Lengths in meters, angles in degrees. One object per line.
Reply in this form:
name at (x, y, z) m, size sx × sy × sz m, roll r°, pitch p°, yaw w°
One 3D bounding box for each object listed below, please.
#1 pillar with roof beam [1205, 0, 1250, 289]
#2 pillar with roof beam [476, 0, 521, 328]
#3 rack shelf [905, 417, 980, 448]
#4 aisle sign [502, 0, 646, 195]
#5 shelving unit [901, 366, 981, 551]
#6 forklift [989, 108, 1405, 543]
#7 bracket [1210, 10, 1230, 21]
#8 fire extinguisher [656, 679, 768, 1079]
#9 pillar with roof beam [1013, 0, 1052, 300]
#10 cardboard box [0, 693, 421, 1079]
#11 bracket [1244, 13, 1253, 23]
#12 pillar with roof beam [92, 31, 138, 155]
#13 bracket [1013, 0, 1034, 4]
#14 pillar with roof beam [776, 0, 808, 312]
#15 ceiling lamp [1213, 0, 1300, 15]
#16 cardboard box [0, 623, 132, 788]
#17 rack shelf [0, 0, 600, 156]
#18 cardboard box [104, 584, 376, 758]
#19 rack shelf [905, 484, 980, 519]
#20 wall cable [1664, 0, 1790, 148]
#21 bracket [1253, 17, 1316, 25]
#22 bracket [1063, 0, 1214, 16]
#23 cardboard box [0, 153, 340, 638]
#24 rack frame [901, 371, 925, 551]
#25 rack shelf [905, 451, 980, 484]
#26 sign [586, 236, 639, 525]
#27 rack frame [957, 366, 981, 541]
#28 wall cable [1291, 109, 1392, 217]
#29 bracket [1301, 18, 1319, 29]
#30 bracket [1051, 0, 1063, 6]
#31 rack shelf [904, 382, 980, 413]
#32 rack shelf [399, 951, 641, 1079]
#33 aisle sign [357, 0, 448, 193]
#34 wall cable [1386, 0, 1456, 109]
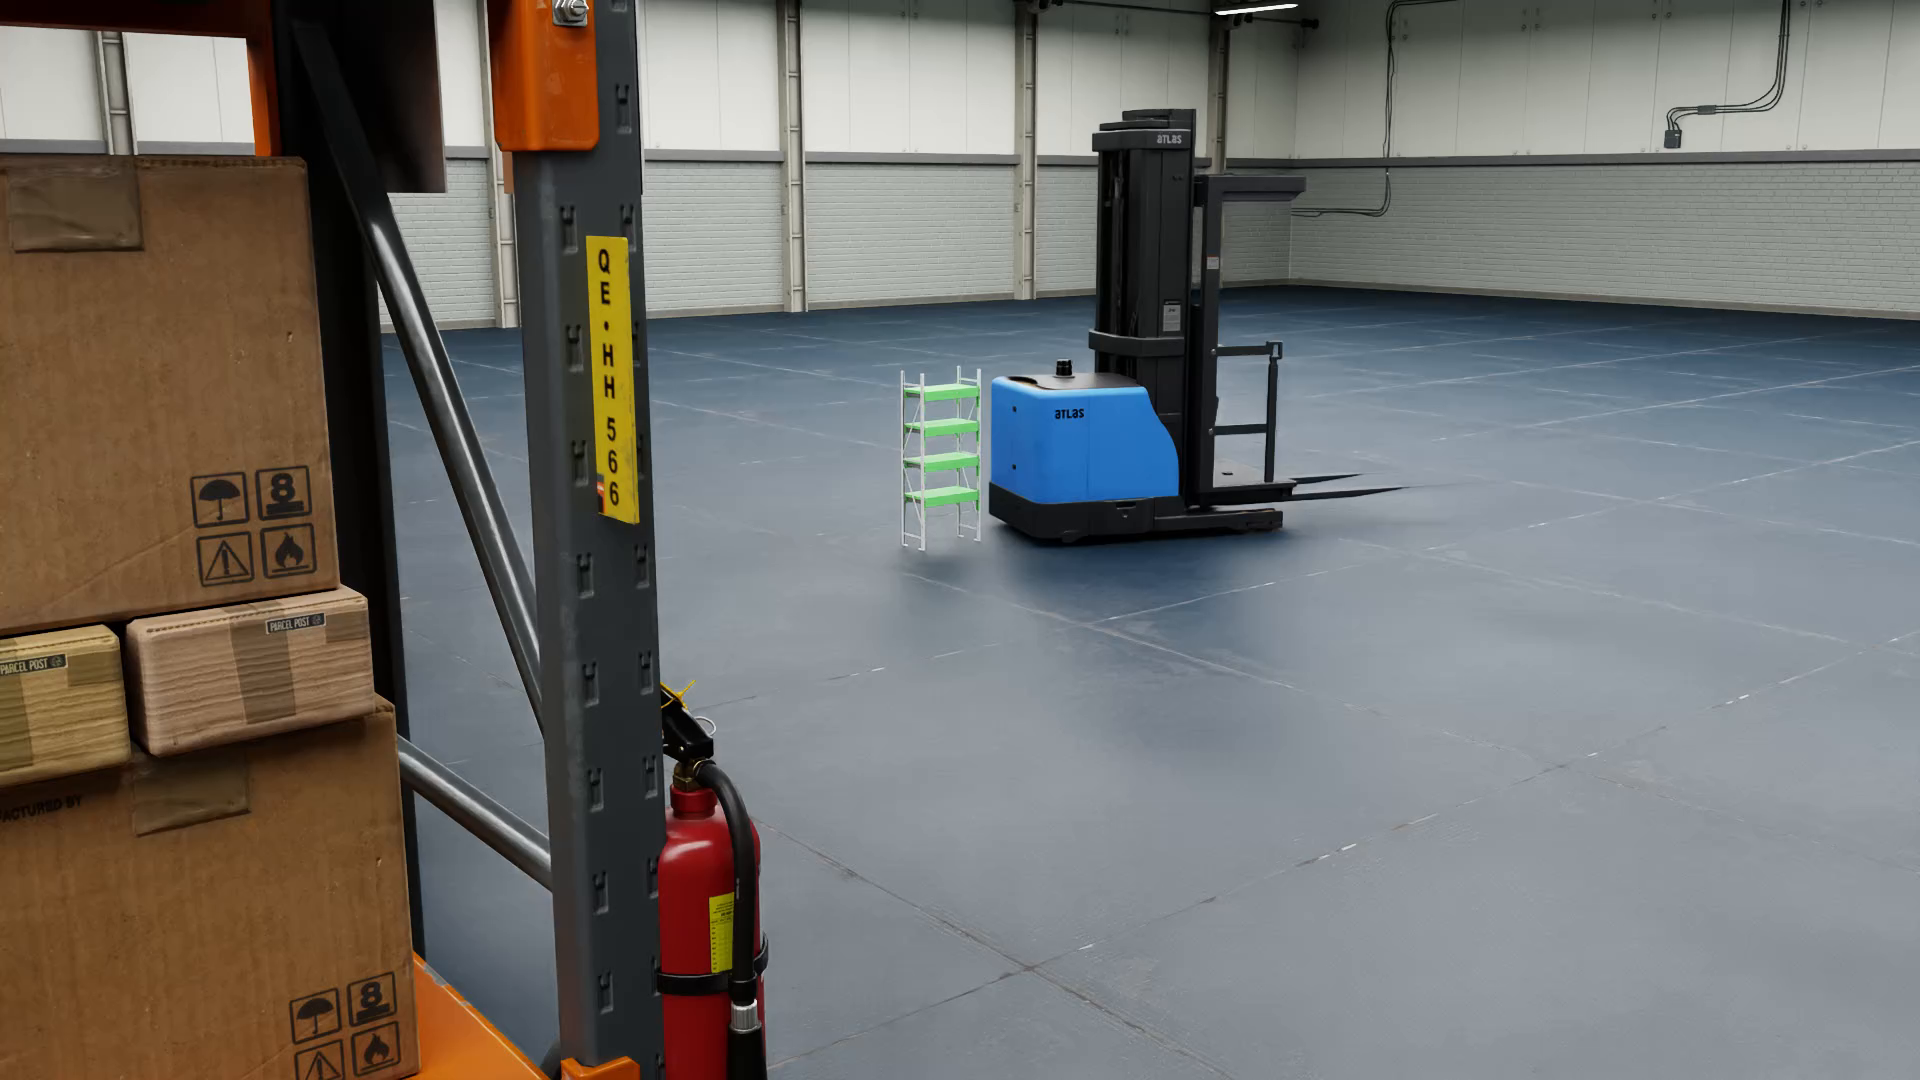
pillar with roof beam at (8.798, -9.796, 36.097) m, size 0.548 × 9.000 × 9.100 m, roll -9°, pitch 15°, yaw -38°
pillar with roof beam at (-5.258, -7.460, 25.098) m, size 0.400 × 9.000 × 9.100 m, roll -9°, pitch 15°, yaw -38°
rack shelf at (-0.129, -0.738, 11.366) m, size 0.480 × 0.148 × 0.258 m, roll -9°, pitch 15°, yaw -38°
aisle sign at (-0.496, -0.824, 2.031) m, size 0.004 × 0.787 × 0.394 m, roll -9°, pitch 15°, yaw -38°
shelving unit at (-0.129, -0.565, 11.403) m, size 0.503 × 1.200 × 0.258 m, roll -9°, pitch 15°, yaw -38°
forklift at (1.786, -1.572, 11.975) m, size 3.031 × 2.935 × 1.130 m, roll -4°, pitch 13°, yaw -19°
bracket at (6.006, -12.144, 38.487) m, size 0.430 × 0.232 × 0.235 m, roll -9°, pitch 15°, yaw -38°
fire extinguisher at (-0.348, 0.506, 2.211) m, size 0.183 × 0.674 × 0.296 m, roll -9°, pitch 15°, yaw -38°
pillar with roof beam at (4.113, -9.017, 32.431) m, size 0.548 × 9.000 × 9.100 m, roll -9°, pitch 15°, yaw -38°
cardboard box at (-1.103, 0.418, 2.200) m, size 0.500 × 0.500 × 0.700 m, roll -9°, pitch 15°, yaw -38°
bracket at (6.654, -12.251, 38.994) m, size 0.430 × 0.232 × 0.235 m, roll -9°, pitch 15°, yaw -38°
pillar with roof beam at (-9.943, -6.682, 21.431) m, size 0.400 × 9.000 × 9.100 m, roll -9°, pitch 15°, yaw -38°
bracket at (1.321, -11.365, 34.820) m, size 0.430 × 0.232 × 0.235 m, roll -9°, pitch 15°, yaw -38°
pillar with roof beam at (-0.573, -8.239, 28.764) m, size 0.400 × 9.000 × 9.100 m, roll -9°, pitch 15°, yaw -38°
ceiling lamp at (6.058, -12.078, 32.790) m, size 0.800 × 3.185 × 2.000 m, roll -9°, pitch 15°, yaw -38°
cardboard box at (-1.113, 0.157, 1.868) m, size 0.250 × 0.149 × 0.380 m, roll -9°, pitch 15°, yaw -36°
rack shelf at (-2.292, -0.448, 1.027) m, size 4.000 × 0.370 × 1.077 m, roll -9°, pitch 15°, yaw -38°
cardboard box at (-0.910, 0.122, 2.029) m, size 0.250 × 0.149 × 0.380 m, roll -10°, pitch 15°, yaw -39°
rack shelf at (-0.129, -0.268, 11.466) m, size 0.480 × 0.148 × 0.258 m, roll -9°, pitch 15°, yaw -38°
wall cable at (15.153, -10.784, 32.561) m, size 0.169 × 6.003 × 2.305 m, roll -9°, pitch 15°, yaw -38°
bracket at (8.044, -12.482, 40.081) m, size 3.189 × 0.066 × 0.076 m, roll -9°, pitch 15°, yaw -38°
bracket at (3.994, -11.809, 36.912) m, size 4.783 × 0.066 × 0.076 m, roll -9°, pitch 15°, yaw -38°
cardboard box at (-1.144, -0.210, 2.033) m, size 0.500 × 0.500 × 0.700 m, roll -9°, pitch 15°, yaw -37°
rack frame at (-0.320, -0.534, 11.254) m, size 0.015 × 1.200 × 0.240 m, roll -9°, pitch 15°, yaw -38°
rack shelf at (-0.129, -0.503, 11.416) m, size 0.480 × 0.148 × 0.258 m, roll -9°, pitch 15°, yaw -38°
sign at (-0.402, -0.184, 1.918) m, size 0.005 × 0.325 × 0.100 m, roll -9°, pitch 15°, yaw -38°
rack frame at (0.061, -0.597, 11.552) m, size 0.015 × 1.200 × 0.240 m, roll -9°, pitch 15°, yaw -38°
wall cable at (9.235, -9.143, 40.498) m, size 0.112 × 2.526 × 3.097 m, roll -9°, pitch 15°, yaw -38°
bracket at (8.505, -12.559, 40.442) m, size 0.430 × 0.232 × 0.235 m, roll -9°, pitch 15°, yaw -38°
bracket at (1.969, -11.473, 35.328) m, size 0.430 × 0.232 × 0.235 m, roll -9°, pitch 15°, yaw -38°
rack shelf at (-0.129, -0.972, 11.317) m, size 0.480 × 0.148 × 0.258 m, roll -9°, pitch 15°, yaw -38°
rack shelf at (-2.292, 1.019, 1.338) m, size 4.000 × 0.370 × 1.077 m, roll -9°, pitch 15°, yaw -38°
aisle sign at (-0.870, -0.922, 2.490) m, size 0.004 × 0.787 × 0.394 m, roll -9°, pitch 15°, yaw -38°
wall cable at (10.925, -11.175, 37.907) m, size 0.112 × 2.526 × 3.097 m, roll -9°, pitch 15°, yaw -38°
